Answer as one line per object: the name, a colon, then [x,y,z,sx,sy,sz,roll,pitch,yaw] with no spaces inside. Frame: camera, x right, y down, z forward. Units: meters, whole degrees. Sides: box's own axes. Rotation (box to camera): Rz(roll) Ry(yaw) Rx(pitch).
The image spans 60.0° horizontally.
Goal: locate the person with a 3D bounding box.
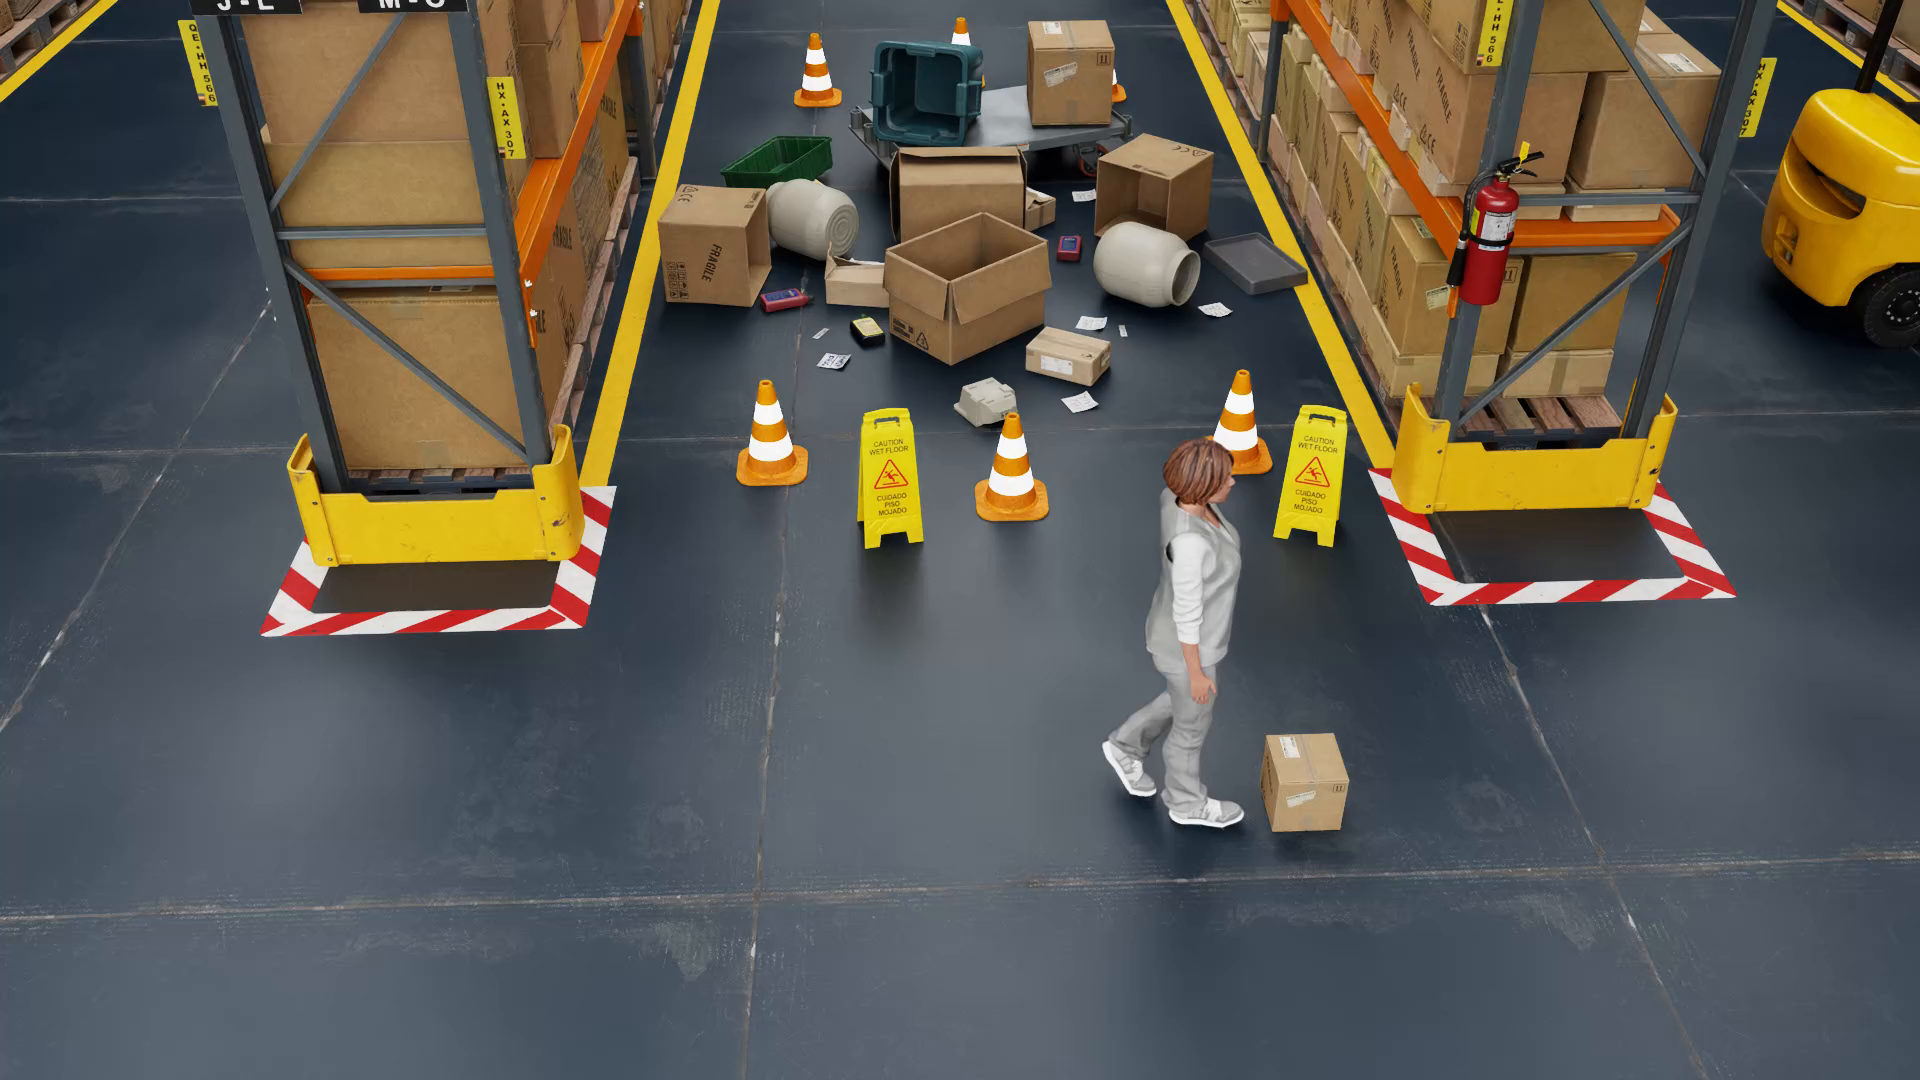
person: [0.775,0.347,5.661,0.530,1.577,0.446,4,36,5]
